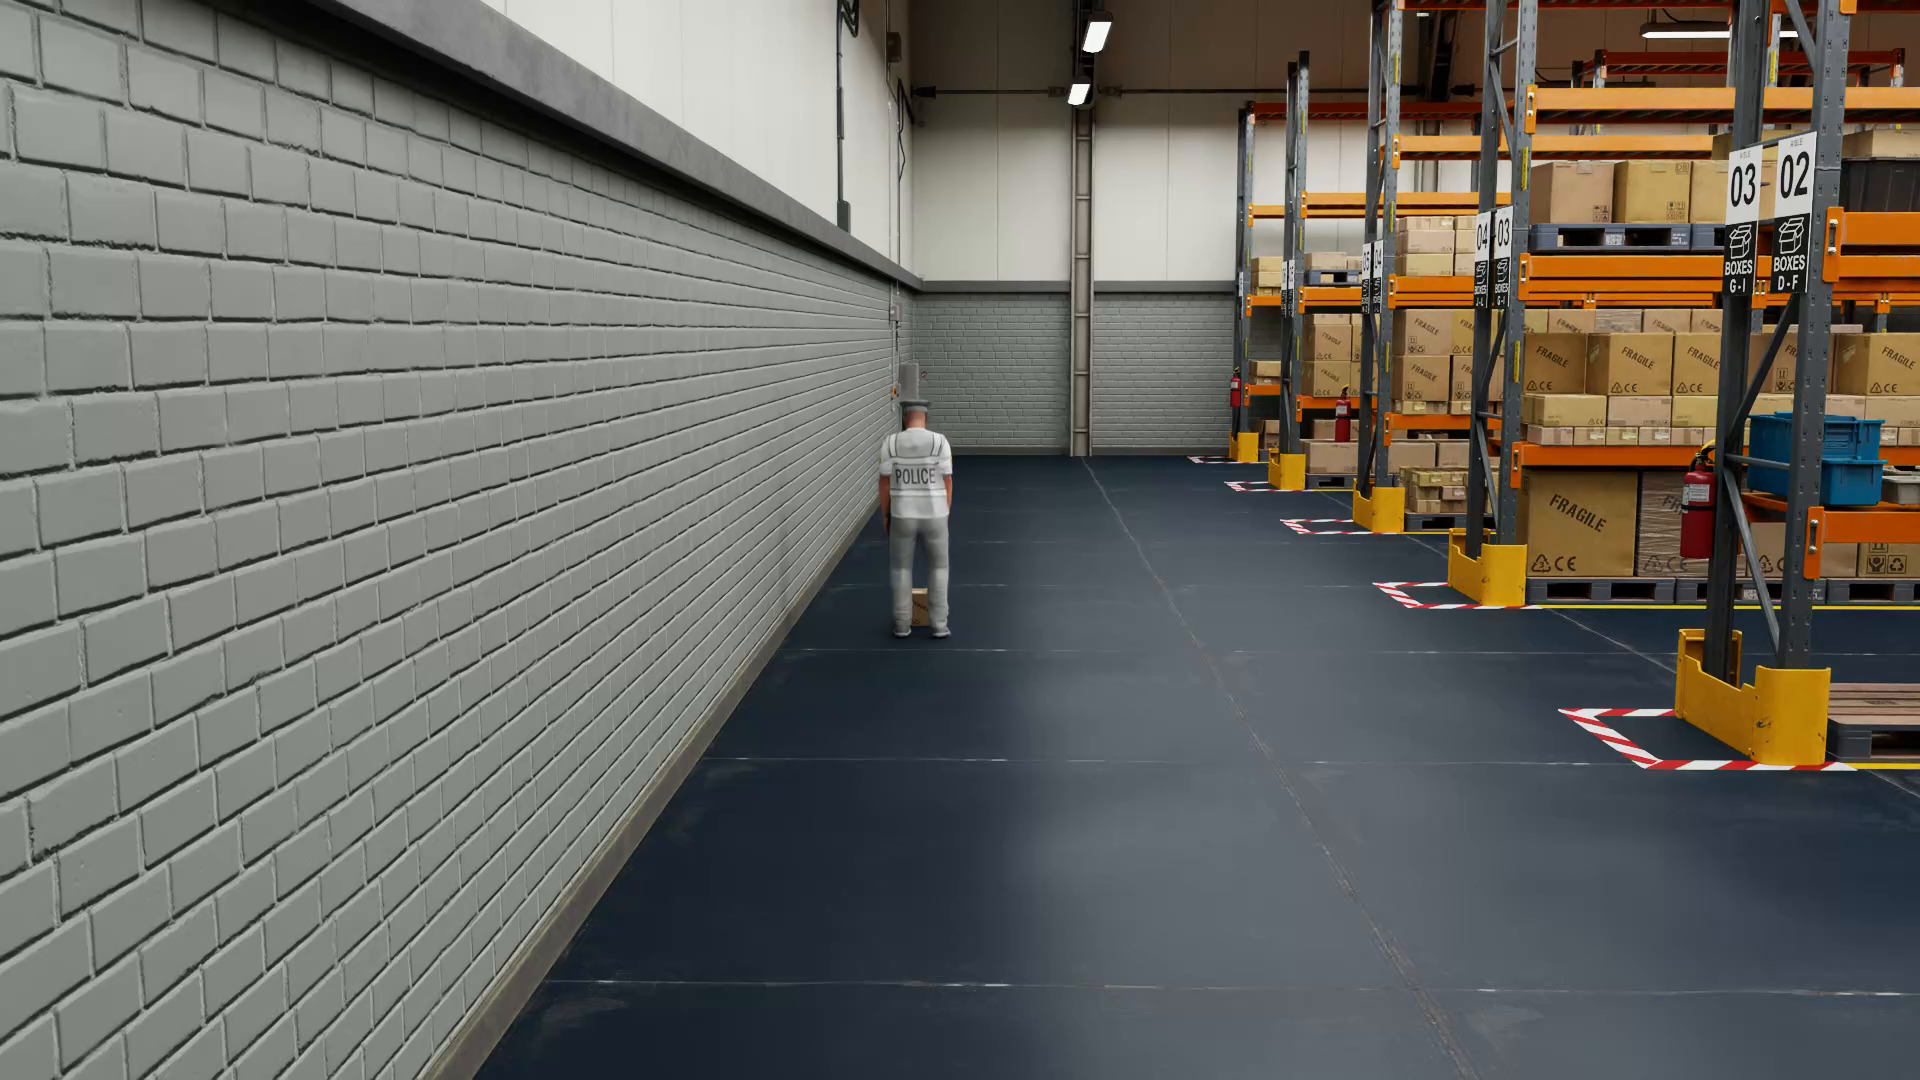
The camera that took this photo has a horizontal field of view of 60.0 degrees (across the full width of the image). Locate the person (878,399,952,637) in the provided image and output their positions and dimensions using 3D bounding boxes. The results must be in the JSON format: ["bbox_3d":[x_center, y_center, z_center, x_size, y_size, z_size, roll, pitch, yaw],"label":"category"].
[{"bbox_3d":[-0.322,-0.152,12.075,0.538,1.733,0.392,0,7,2],"label":"person"}]
